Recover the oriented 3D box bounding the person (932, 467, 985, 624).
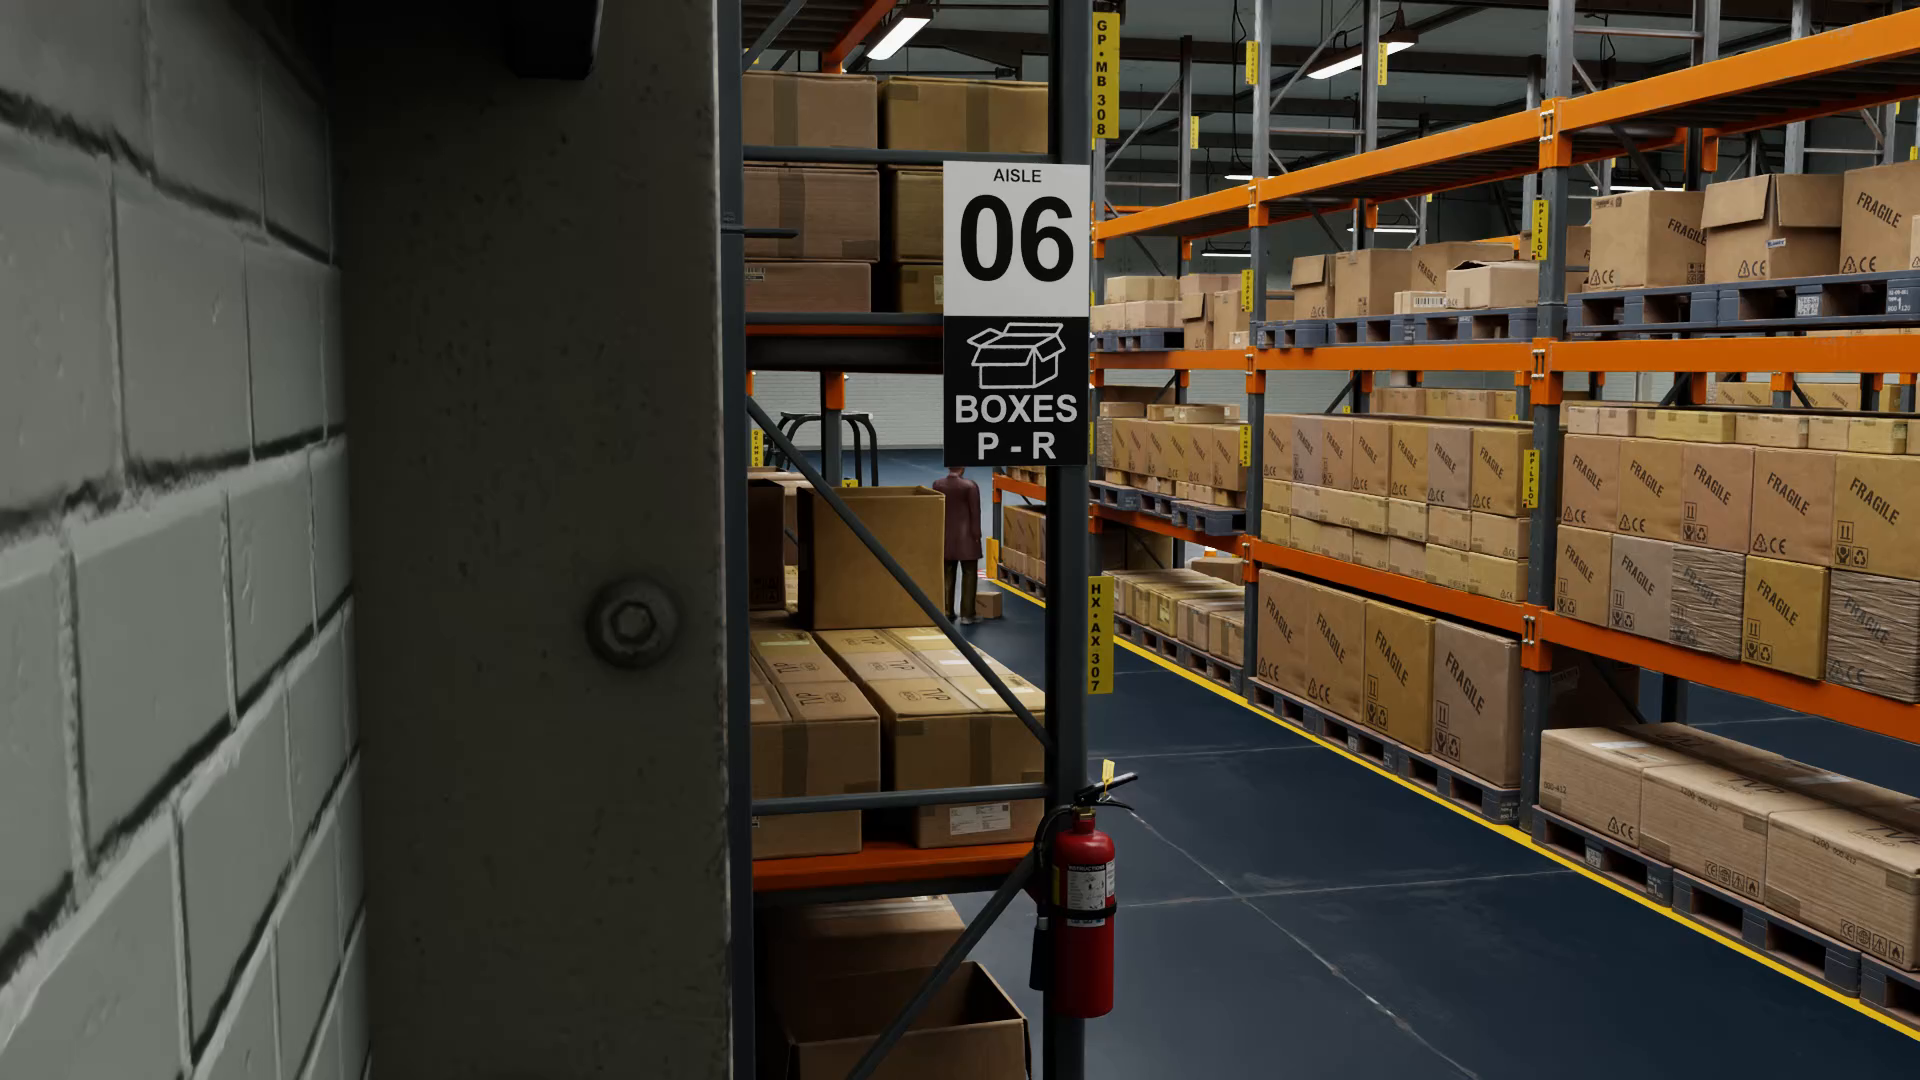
[{"bbox_3d":[-0.027,0.006,17.349,0.587,1.729,0.417,3,7,25],"label":"person"}]
